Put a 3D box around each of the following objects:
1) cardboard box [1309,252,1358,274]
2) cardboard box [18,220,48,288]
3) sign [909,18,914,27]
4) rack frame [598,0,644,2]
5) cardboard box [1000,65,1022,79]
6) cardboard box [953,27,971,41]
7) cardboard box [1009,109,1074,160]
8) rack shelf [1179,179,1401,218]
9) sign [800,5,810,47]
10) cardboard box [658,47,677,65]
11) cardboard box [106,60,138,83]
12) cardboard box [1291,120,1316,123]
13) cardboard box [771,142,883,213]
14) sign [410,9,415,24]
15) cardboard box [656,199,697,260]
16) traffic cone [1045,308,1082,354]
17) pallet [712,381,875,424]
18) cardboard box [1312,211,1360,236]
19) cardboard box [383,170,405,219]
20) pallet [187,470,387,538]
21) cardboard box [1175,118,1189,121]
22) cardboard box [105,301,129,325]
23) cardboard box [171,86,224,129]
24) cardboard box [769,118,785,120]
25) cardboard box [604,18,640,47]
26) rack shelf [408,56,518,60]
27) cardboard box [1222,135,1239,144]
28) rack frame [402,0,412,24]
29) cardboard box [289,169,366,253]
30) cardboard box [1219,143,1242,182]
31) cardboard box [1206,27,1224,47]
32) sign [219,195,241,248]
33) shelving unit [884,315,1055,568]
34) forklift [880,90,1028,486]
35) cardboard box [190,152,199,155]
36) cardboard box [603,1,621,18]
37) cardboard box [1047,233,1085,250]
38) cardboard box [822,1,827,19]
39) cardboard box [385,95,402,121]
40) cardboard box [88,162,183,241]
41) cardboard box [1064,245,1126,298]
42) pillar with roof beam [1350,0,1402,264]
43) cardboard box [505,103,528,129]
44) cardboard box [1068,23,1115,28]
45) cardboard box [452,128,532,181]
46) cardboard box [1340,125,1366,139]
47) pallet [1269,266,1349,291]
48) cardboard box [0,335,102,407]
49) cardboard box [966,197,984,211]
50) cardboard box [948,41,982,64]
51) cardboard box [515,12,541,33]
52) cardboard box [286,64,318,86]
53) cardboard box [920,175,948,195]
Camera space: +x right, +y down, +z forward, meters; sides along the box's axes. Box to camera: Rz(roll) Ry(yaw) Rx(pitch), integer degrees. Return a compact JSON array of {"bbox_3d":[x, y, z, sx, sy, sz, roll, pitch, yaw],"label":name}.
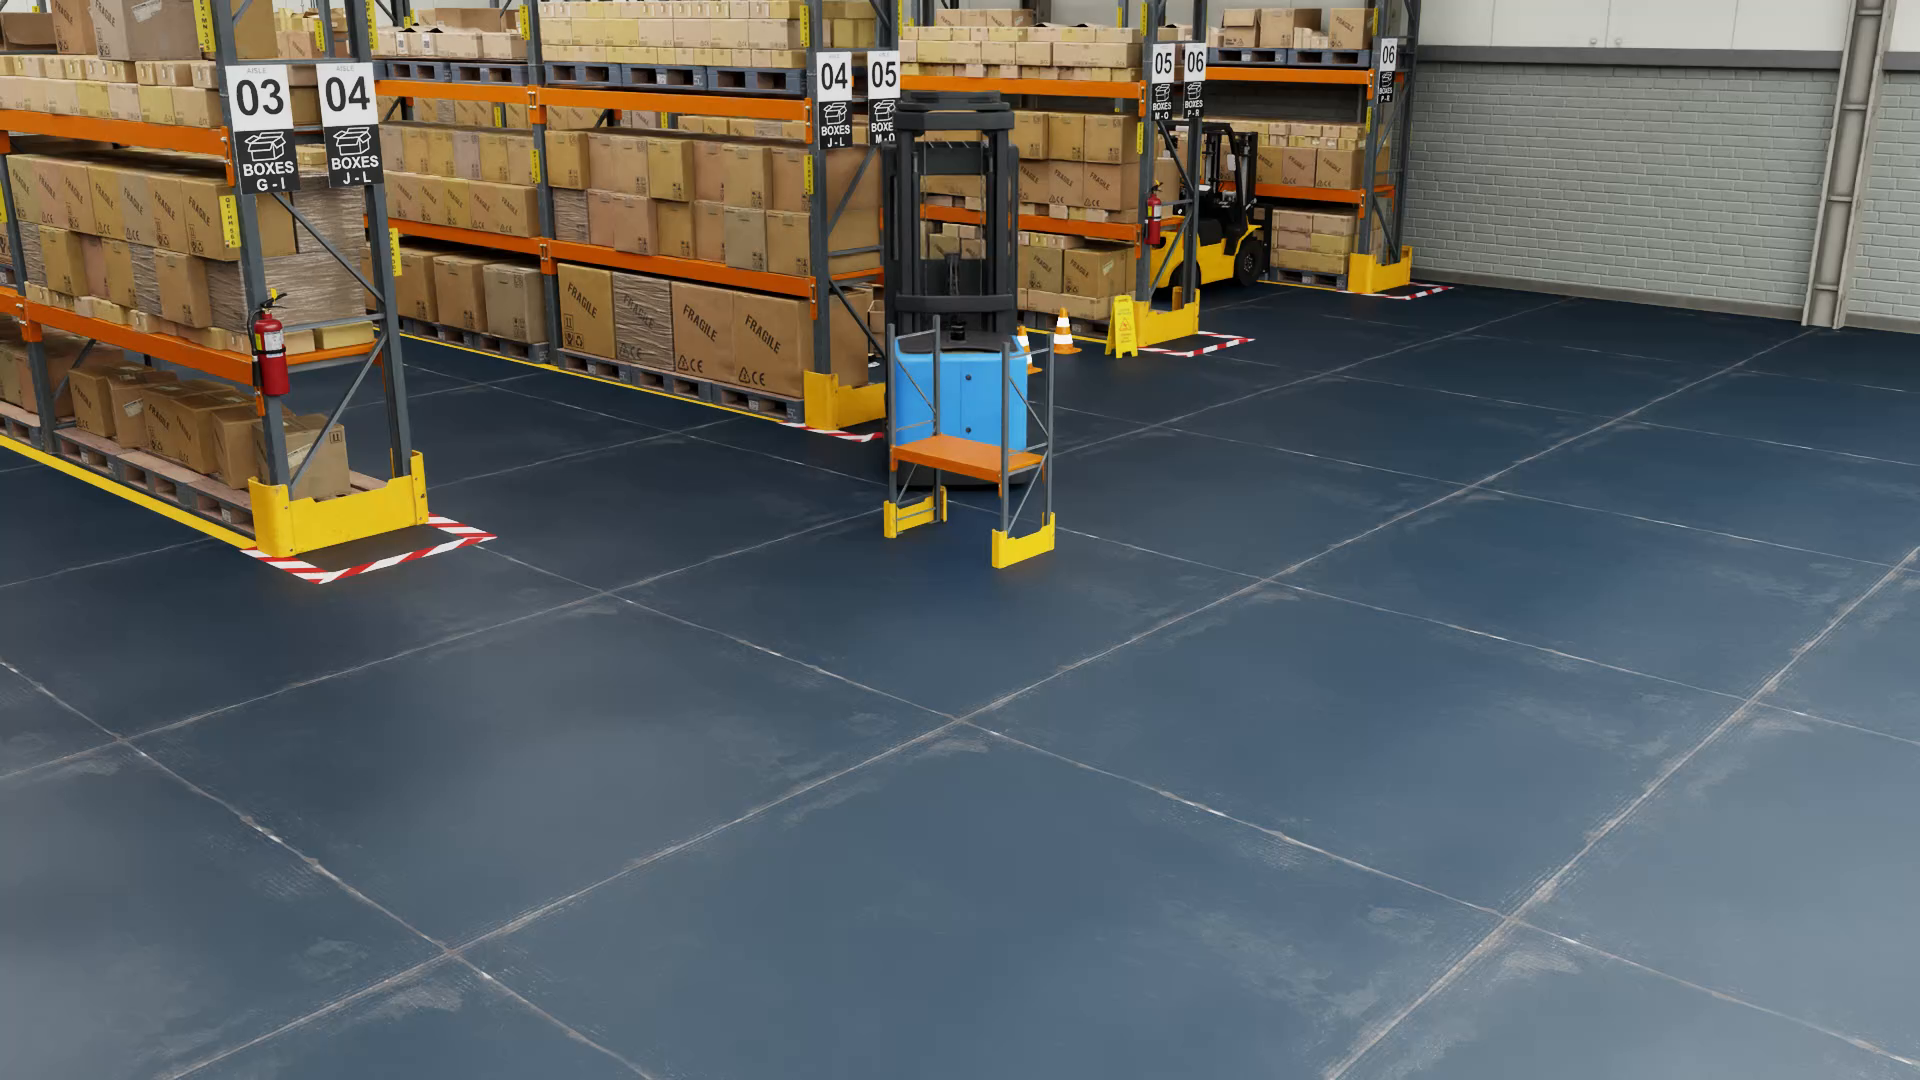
[{"bbox_3d":[5.030,-3.731,22.260,0.500,0.250,0.500,15,23,40],"label":"cardboard box"},{"bbox_3d":[-6.975,-2.341,13.372,0.500,0.500,0.875,15,23,39],"label":"cardboard box"},{"bbox_3d":[-0.754,-7.979,25.980,0.005,0.325,0.100,15,23,39],"label":"sign"},{"bbox_3d":[-6.376,-10.891,31.051,0.127,3.000,1.000,15,23,39],"label":"rack frame"},{"bbox_3d":[0.669,-5.311,18.846,0.250,0.149,0.380,15,23,39],"label":"cardboard box"},{"bbox_3d":[0.130,-5.853,19.234,0.250,0.149,0.380,14,22,37],"label":"cardboard box"},{"bbox_3d":[0.949,-4.596,18.826,0.500,0.500,0.700,15,23,39],"label":"cardboard box"},{"bbox_3d":[4.096,-4.877,23.210,4.000,0.370,1.077,15,23,39],"label":"rack shelf"},{"bbox_3d":[-1.281,-4.249,13.748,0.005,0.325,0.100,15,23,39],"label":"sign"},{"bbox_3d":[-2.525,-4.409,15.142,0.250,0.149,0.380,15,23,40],"label":"cardboard box"},{"bbox_3d":[-5.661,-3.249,11.520,0.250,0.149,0.380,14,22,37],"label":"cardboard box"},{"bbox_3d":[4.713,-5.643,22.705,0.250,0.149,0.380,16,24,41],"label":"cardboard box"},{"bbox_3d":[-1.162,-3.224,14.779,0.550,0.550,0.875,15,23,39],"label":"cardboard box"},{"bbox_3d":[-9.297,-8.841,28.220,0.005,0.325,0.100,15,23,39],"label":"sign"},{"bbox_3d":[-2.403,-3.034,15.964,0.500,0.550,0.875,15,23,39],"label":"cardboard box"},{"bbox_3d":[1.122,-2.280,18.031,0.334,0.463,0.336,15,23,39],"label":"traffic cone"},{"bbox_3d":[-1.560,-1.368,15.574,1.213,0.211,1.003,15,23,39],"label":"pallet"},{"bbox_3d":[5.040,-4.207,22.106,0.500,0.250,0.500,16,24,41],"label":"cardboard box"},{"bbox_3d":[-6.355,-3.956,18.952,0.500,0.500,0.500,15,23,39],"label":"cardboard box"},{"bbox_3d":[-4.919,-0.310,12.239,1.213,0.211,1.003,15,23,39],"label":"pallet"},{"bbox_3d":[3.218,-5.833,23.303,0.250,0.149,0.380,16,23,40],"label":"cardboard box"},{"bbox_3d":[-6.178,-1.727,12.509,0.250,0.149,0.380,15,23,39],"label":"cardboard box"},{"bbox_3d":[-4.808,-2.850,10.923,0.500,0.250,0.500,16,23,40],"label":"cardboard box"},{"bbox_3d":[-2.387,-5.460,22.506,0.500,0.500,0.500,13,22,36],"label":"cardboard box"},{"bbox_3d":[-2.966,-4.742,15.532,0.500,0.250,0.500,15,23,39],"label":"cardboard box"},{"bbox_3d":[-8.172,-7.593,26.807,4.000,0.370,1.077,15,23,39],"label":"rack shelf"},{"bbox_3d":[3.807,-5.540,22.872,0.250,0.149,0.380,14,23,38],"label":"cardboard box"},{"bbox_3d":[-9.667,-9.767,27.510,0.127,3.000,1.000,15,23,39],"label":"rack frame"},{"bbox_3d":[-4.509,-2.291,11.561,0.500,0.500,0.500,15,23,39],"label":"cardboard box"},{"bbox_3d":[3.900,-5.213,22.914,0.500,0.500,0.500,15,23,40],"label":"cardboard box"},{"bbox_3d":[3.508,-6.868,22.699,0.258,0.266,0.396,14,23,38],"label":"cardboard box"},{"bbox_3d":[-4.662,-2.034,10.624,0.005,0.325,0.100,15,23,39],"label":"sign"},{"bbox_3d":[0.057,-0.700,11.337,1.083,1.500,0.587,15,23,39],"label":"shelving unit"},{"bbox_3d":[-0.091,-2.205,13.714,1.130,2.935,3.031,-1,18,-4],"label":"forklift"},{"bbox_3d":[-9.701,-4.951,21.484,0.250,0.149,0.380,14,23,38],"label":"cardboard box"},{"bbox_3d":[-3.092,-4.941,15.502,0.250,0.149,0.380,15,23,40],"label":"cardboard box"},{"bbox_3d":[1.208,-3.411,18.941,0.250,0.149,0.380,16,24,41],"label":"cardboard box"},{"bbox_3d":[-1.136,-4.682,14.684,0.250,0.149,0.380,15,23,40],"label":"cardboard box"},{"bbox_3d":[-9.106,-7.169,27.423,0.500,0.500,0.500,14,23,38],"label":"cardboard box"},{"bbox_3d":[-5.972,-2.475,12.143,0.500,0.500,0.500,15,23,39],"label":"cardboard box"},{"bbox_3d":[1.527,-3.044,18.855,0.500,0.500,0.500,15,23,40],"label":"cardboard box"},{"bbox_3d":[2.811,-7.048,18.942,0.400,9.000,9.100,15,23,39],"label":"pillar with roof beam"},{"bbox_3d":[-6.537,-6.475,25.237,0.500,0.500,0.500,15,23,40],"label":"cardboard box"},{"bbox_3d":[1.897,-7.347,24.132,0.500,0.311,0.500,14,22,38],"label":"cardboard box"},{"bbox_3d":[-5.041,-4.185,18.020,0.500,0.500,0.700,15,23,40],"label":"cardboard box"},{"bbox_3d":[5.184,-5.341,21.754,0.250,0.149,0.380,15,23,39],"label":"cardboard box"},{"bbox_3d":[4.992,-3.634,22.712,1.213,0.211,1.003,15,23,39],"label":"pallet"},{"bbox_3d":[-8.059,-1.502,14.791,0.500,0.500,0.700,15,23,39],"label":"cardboard box"},{"bbox_3d":[0.281,-3.983,19.620,0.250,0.149,0.380,15,23,40],"label":"cardboard box"},{"bbox_3d":[0.213,-5.643,19.230,0.500,0.250,0.500,15,23,40],"label":"cardboard box"},{"bbox_3d":[-6.209,-7.539,24.590,0.500,0.500,0.500,15,23,38],"label":"cardboard box"},{"bbox_3d":[-4.331,-3.109,11.078,0.250,0.149,0.380,15,23,39],"label":"cardboard box"},{"bbox_3d":[-0.157,-4.440,19.987,0.500,0.500,0.500,15,23,39],"label":"cardboard box"}]
